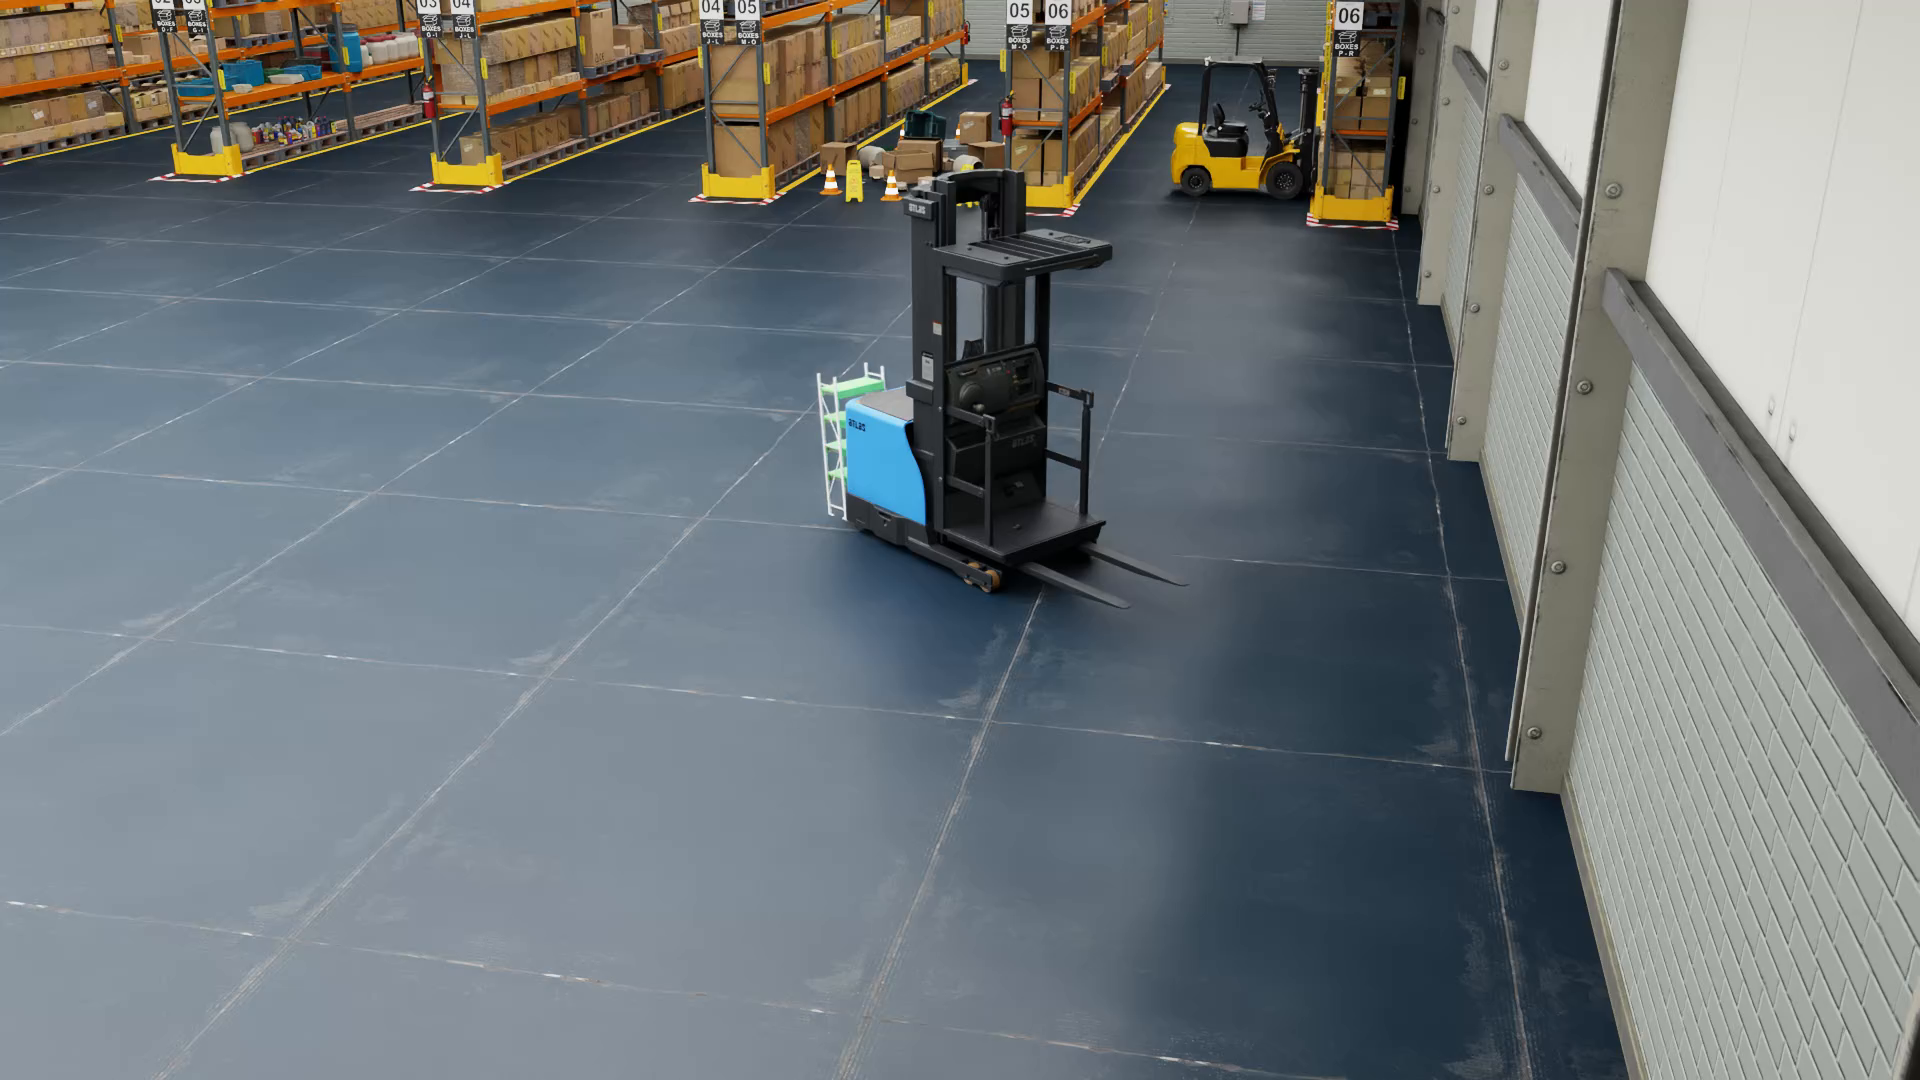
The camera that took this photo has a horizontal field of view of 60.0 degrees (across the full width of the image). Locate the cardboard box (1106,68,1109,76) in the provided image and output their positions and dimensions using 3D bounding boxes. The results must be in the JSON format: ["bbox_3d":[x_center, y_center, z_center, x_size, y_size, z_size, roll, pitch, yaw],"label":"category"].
[{"bbox_3d":[2.514,-8.575,30.435,0.380,0.149,0.250,5,22,12],"label":"cardboard box"}]

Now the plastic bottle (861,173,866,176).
[{"bbox_3d":[-1.809,-6.439,29.290,0.283,0.061,0.133,-3,22,-8],"label":"plastic bottle"}]

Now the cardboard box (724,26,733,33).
[{"bbox_3d":[-5.685,-12.130,39.290,0.500,0.250,0.500,4,22,10],"label":"cardboard box"}]

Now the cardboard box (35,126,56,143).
[{"bbox_3d":[-17.655,-7.742,31.710,0.500,0.250,0.500,4,22,11],"label":"cardboard box"}]

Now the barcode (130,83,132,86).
[{"bbox_3d":[-16.907,-9.292,33.912,0.001,0.075,0.075,4,22,11],"label":"barcode"}]

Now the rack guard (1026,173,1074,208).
[{"bbox_3d":[1.231,-5.634,26.703,1.175,0.500,0.348,4,22,11],"label":"rack guard"}]

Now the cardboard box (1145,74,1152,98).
[{"bbox_3d":[3.897,-10.382,38.014,0.875,0.438,0.875,4,22,10],"label":"cardboard box"}]

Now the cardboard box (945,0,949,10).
[{"bbox_3d":[-0.541,-12.849,39.403,0.500,0.500,0.500,4,22,9],"label":"cardboard box"}]

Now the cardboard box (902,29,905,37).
[{"bbox_3d":[-1.411,-10.980,36.007,0.380,0.149,0.250,5,23,13],"label":"cardboard box"}]

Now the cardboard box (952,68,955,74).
[{"bbox_3d":[-0.319,-11.563,40.935,0.380,0.149,0.250,4,22,9],"label":"cardboard box"}]

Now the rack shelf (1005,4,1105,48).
[{"bbox_3d":[1.624,-8.555,27.558,1.077,0.370,4.000,4,22,11],"label":"rack shelf"}]

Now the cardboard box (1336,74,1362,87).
[{"bbox_3d":[5.942,-7.021,25.401,0.380,0.149,0.250,5,22,11],"label":"cardboard box"}]

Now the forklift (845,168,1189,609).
[{"bbox_3d":[0.412,-1.182,12.397,1.130,2.935,3.031,-18,28,-38],"label":"forklift"}]

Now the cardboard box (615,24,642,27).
[{"bbox_3d":[-6.924,-10.487,34.713,0.500,0.500,0.500,2,22,4],"label":"cardboard box"}]

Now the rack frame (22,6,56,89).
[{"bbox_3d":[-21.401,-11.580,38.121,1.000,3.000,0.127,4,22,11],"label":"rack frame"}]

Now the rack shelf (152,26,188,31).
[{"bbox_3d":[-20.176,-13.440,43.703,1.077,0.370,4.000,4,22,11],"label":"rack shelf"}]

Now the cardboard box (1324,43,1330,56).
[{"bbox_3d":[7.606,-9.850,33.465,0.500,0.250,0.500,3,22,8],"label":"cardboard box"}]

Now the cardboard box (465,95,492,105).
[{"bbox_3d":[-8.194,-7.491,28.304,0.380,0.149,0.250,4,22,11],"label":"cardboard box"}]

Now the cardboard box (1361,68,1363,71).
[{"bbox_3d":[7.246,-8.180,29.211,0.500,0.250,0.500,4,22,10],"label":"cardboard box"}]

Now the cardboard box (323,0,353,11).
[{"bbox_3d":[-15.363,-13.327,40.988,0.500,0.500,0.500,5,22,12],"label":"cardboard box"}]

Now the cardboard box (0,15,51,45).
[{"bbox_3d":[-17.758,-9.675,31.522,0.700,0.500,0.500,4,22,11],"label":"cardboard box"}]

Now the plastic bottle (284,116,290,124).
[{"bbox_3d":[-13.089,-8.073,32.371,0.144,0.351,0.185,5,22,12],"label":"plastic bottle"}]

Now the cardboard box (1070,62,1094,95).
[{"bbox_3d":[1.985,-7.852,28.334,0.500,0.500,0.500,5,22,12],"label":"cardboard box"}]

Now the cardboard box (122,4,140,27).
[{"bbox_3d":[-20.526,-12.861,40.743,0.500,0.500,0.500,5,22,11],"label":"cardboard box"}]

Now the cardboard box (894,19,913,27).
[{"bbox_3d":[-1.255,-11.398,36.649,0.380,0.149,0.250,4,22,11],"label":"cardboard box"}]

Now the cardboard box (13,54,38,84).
[{"bbox_3d":[-17.866,-8.867,31.252,0.700,0.500,0.500,5,22,11],"label":"cardboard box"}]

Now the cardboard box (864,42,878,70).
[{"bbox_3d":[-1.951,-9.711,33.346,0.500,0.500,0.500,4,22,11],"label":"cardboard box"}]

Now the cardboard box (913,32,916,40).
[{"bbox_3d":[-1.195,-11.226,37.018,0.380,0.149,0.250,4,22,11],"label":"cardboard box"}]

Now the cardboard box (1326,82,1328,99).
[{"bbox_3d":[6.546,-7.755,28.491,0.500,0.500,0.500,4,22,9],"label":"cardboard box"}]

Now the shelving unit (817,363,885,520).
[{"bbox_3d":[-0.863,-0.823,13.795,0.503,1.200,0.258,-18,23,-38],"label":"shelving unit"}]

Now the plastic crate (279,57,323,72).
[{"bbox_3d":[-12.750,-9.151,32.173,0.767,0.338,0.504,4,22,11],"label":"plastic crate"}]

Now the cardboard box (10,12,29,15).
[{"bbox_3d":[-21.487,-11.657,37.591,0.700,0.500,0.500,2,22,5],"label":"cardboard box"}]

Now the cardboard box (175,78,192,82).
[{"bbox_3d":[-17.044,-10.021,36.618,0.500,0.311,0.500,4,22,10],"label":"cardboard box"}]

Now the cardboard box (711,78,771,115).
[{"bbox_3d":[-3.620,-7.315,27.330,0.875,0.550,0.550,4,22,11],"label":"cardboard box"}]

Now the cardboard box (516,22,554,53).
[{"bbox_3d":[-7.696,-9.081,30.046,0.500,0.500,0.500,4,22,11],"label":"cardboard box"}]

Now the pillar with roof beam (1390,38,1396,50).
[{"bbox_3d":[5.334,-14.074,36.284,9.100,9.000,0.400,4,22,11],"label":"pillar with roof beam"}]

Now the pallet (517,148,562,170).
[{"bbox_3d":[-8.019,-6.995,30.469,1.003,0.211,1.213,4,22,11],"label":"pallet"}]

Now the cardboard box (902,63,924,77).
[{"bbox_3d":[-1.107,-10.586,37.434,0.500,0.250,0.500,4,22,9],"label":"cardboard box"}]

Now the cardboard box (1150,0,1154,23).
[{"bbox_3d":[4.108,-12.004,37.703,0.500,0.500,0.500,4,22,10],"label":"cardboard box"}]

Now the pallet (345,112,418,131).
[{"bbox_3d":[-12.149,-8.806,34.966,1.003,0.211,1.213,4,22,11],"label":"pallet"}]

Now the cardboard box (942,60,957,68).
[{"bbox_3d":[-0.282,-11.701,40.880,0.380,0.149,0.250,4,22,10],"label":"cardboard box"}]

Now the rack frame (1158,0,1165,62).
[{"bbox_3d":[4.480,-12.617,40.697,1.000,3.000,0.127,4,22,11],"label":"rack frame"}]

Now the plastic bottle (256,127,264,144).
[{"bbox_3d":[-13.206,-7.630,31.361,0.061,0.283,0.133,4,22,11],"label":"plastic bottle"}]

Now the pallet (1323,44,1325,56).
[{"bbox_3d":[8.254,-10.404,35.459,1.003,0.211,1.213,4,22,11],"label":"pallet"}]

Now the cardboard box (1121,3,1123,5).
[{"bbox_3d":[3.293,-11.525,36.514,0.500,0.500,0.500,5,22,12],"label":"cardboard box"}]

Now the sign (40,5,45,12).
[{"bbox_3d":[-20.868,-12.042,37.825,0.100,0.325,0.005,4,22,11],"label":"sign"}]

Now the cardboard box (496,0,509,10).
[{"bbox_3d":[-8.035,-9.188,28.369,0.500,0.250,0.500,4,22,10],"label":"cardboard box"}]

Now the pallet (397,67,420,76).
[{"bbox_3d":[-15.095,-12.516,44.179,1.003,0.211,1.213,4,22,11],"label":"pallet"}]

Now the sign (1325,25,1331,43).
[{"bbox_3d":[7.175,-9.853,32.389,0.100,0.325,0.005,4,22,11],"label":"sign"}]

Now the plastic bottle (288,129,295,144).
[{"bbox_3d":[-12.590,-7.602,31.307,0.097,0.271,0.097,0,22,0],"label":"plastic bottle"}]
